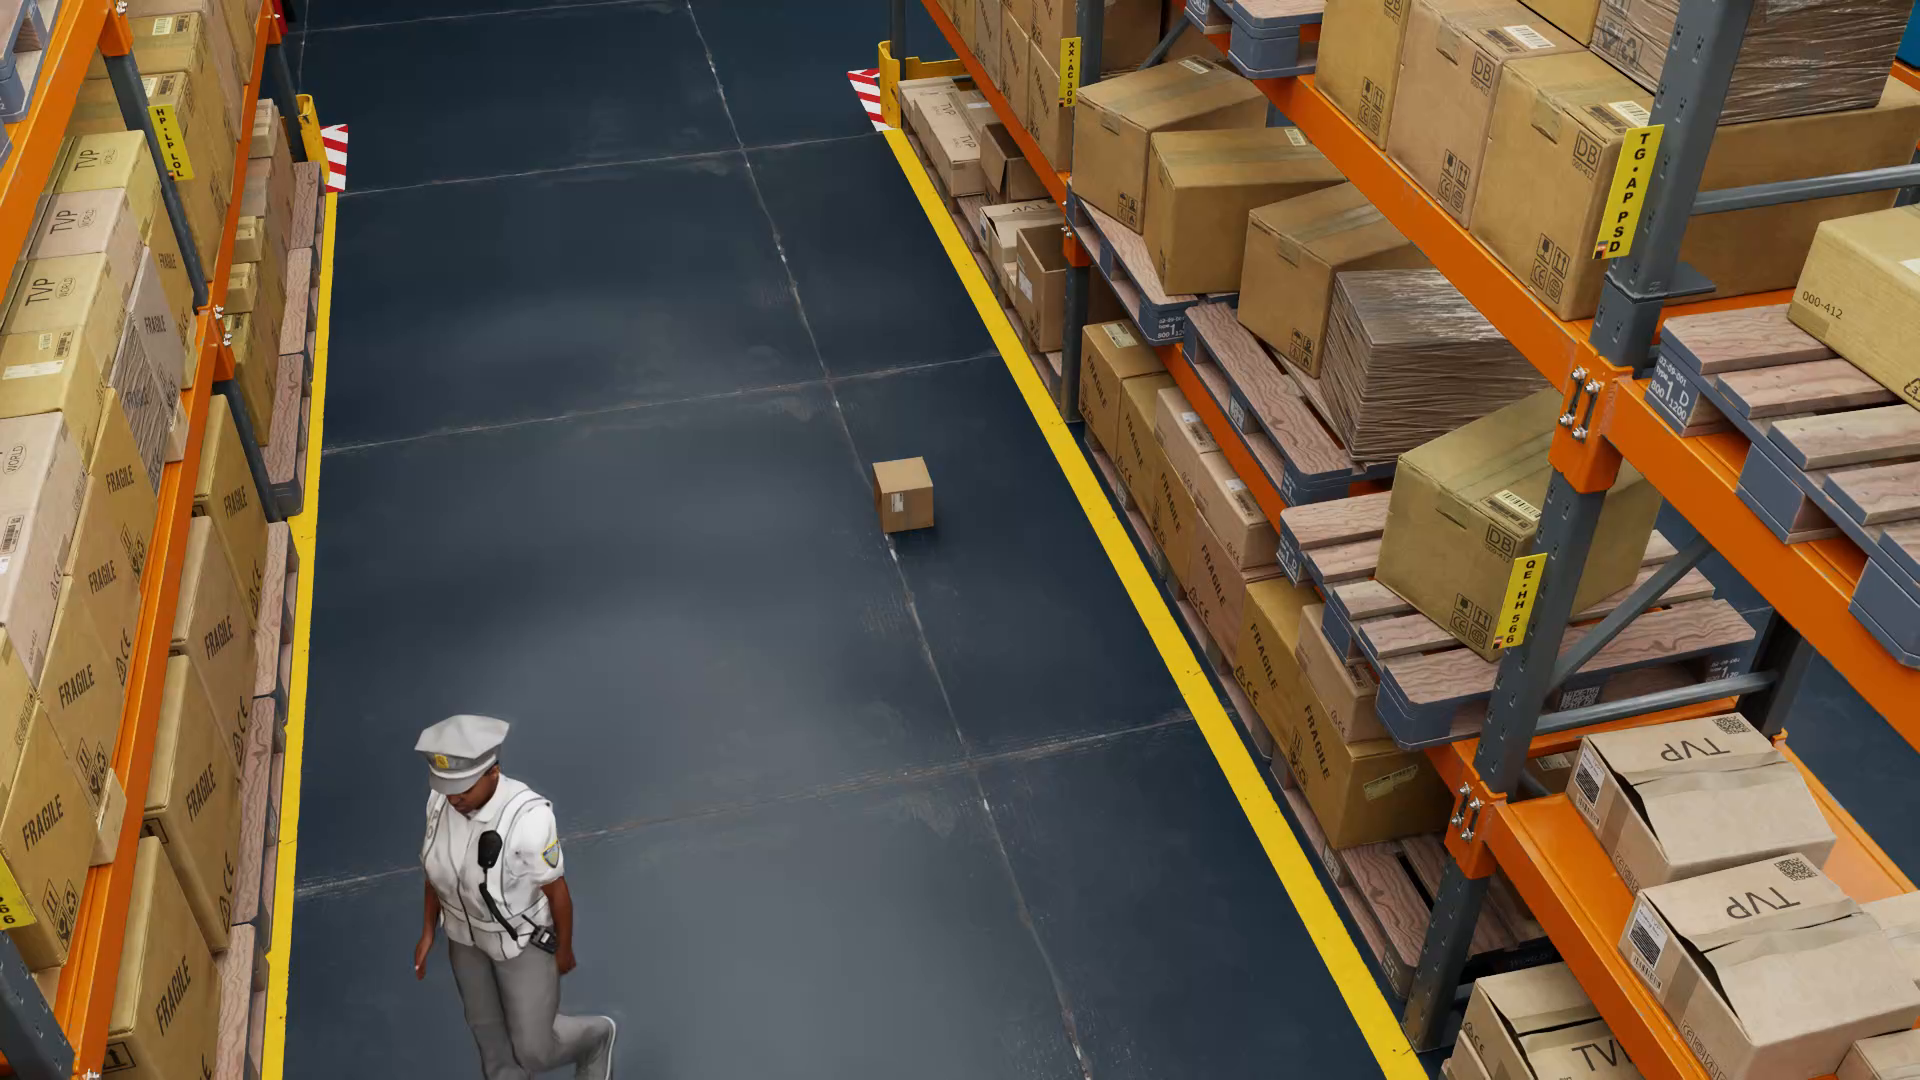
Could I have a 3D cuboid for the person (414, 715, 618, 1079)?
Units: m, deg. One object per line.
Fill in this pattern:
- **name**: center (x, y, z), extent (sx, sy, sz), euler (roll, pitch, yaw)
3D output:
- **person**: center (-1.438, 1.236, 5.111), extent (0.468, 1.668, 0.527), euler (18, 42, 21)
